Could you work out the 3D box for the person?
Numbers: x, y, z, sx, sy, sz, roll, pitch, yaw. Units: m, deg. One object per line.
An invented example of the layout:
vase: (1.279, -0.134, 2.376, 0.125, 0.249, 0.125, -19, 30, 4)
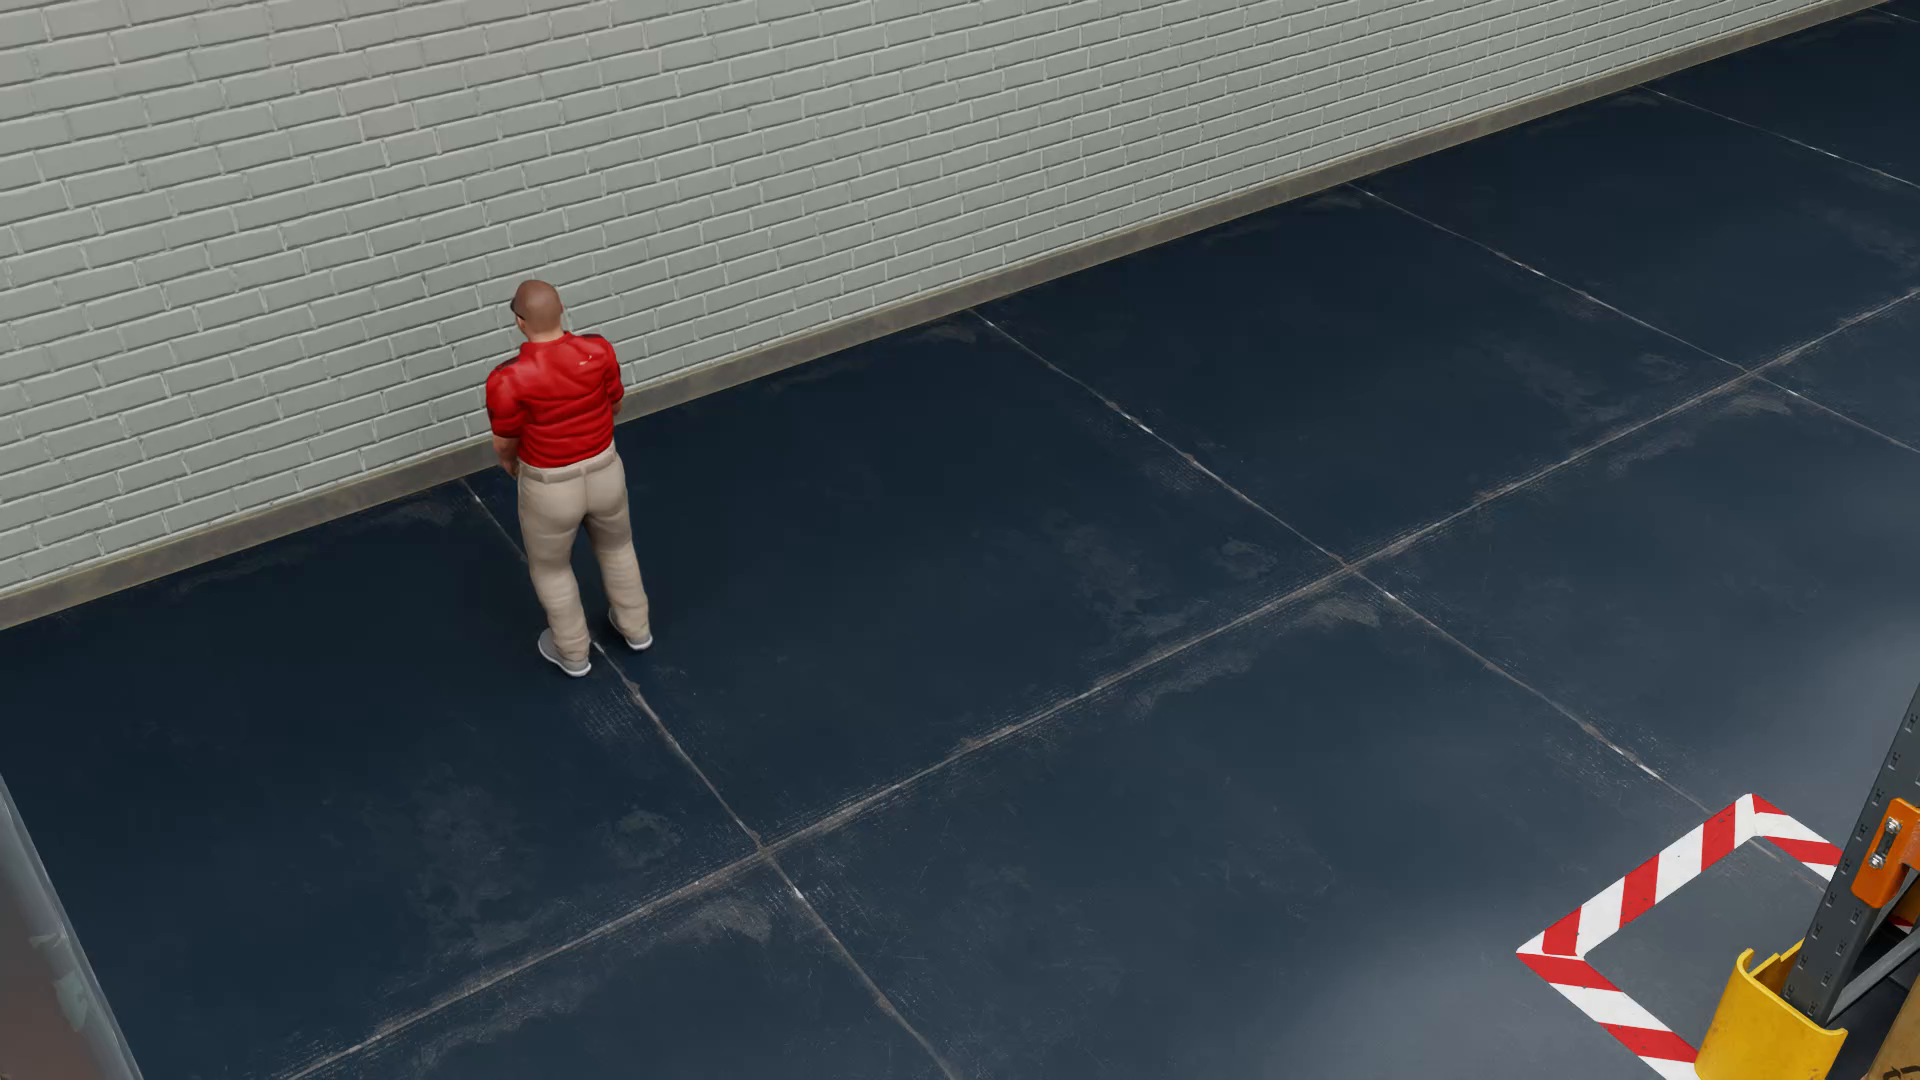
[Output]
person: (-1.558, -0.259, 6.510, 0.530, 1.733, 0.483, -23, 42, -28)
